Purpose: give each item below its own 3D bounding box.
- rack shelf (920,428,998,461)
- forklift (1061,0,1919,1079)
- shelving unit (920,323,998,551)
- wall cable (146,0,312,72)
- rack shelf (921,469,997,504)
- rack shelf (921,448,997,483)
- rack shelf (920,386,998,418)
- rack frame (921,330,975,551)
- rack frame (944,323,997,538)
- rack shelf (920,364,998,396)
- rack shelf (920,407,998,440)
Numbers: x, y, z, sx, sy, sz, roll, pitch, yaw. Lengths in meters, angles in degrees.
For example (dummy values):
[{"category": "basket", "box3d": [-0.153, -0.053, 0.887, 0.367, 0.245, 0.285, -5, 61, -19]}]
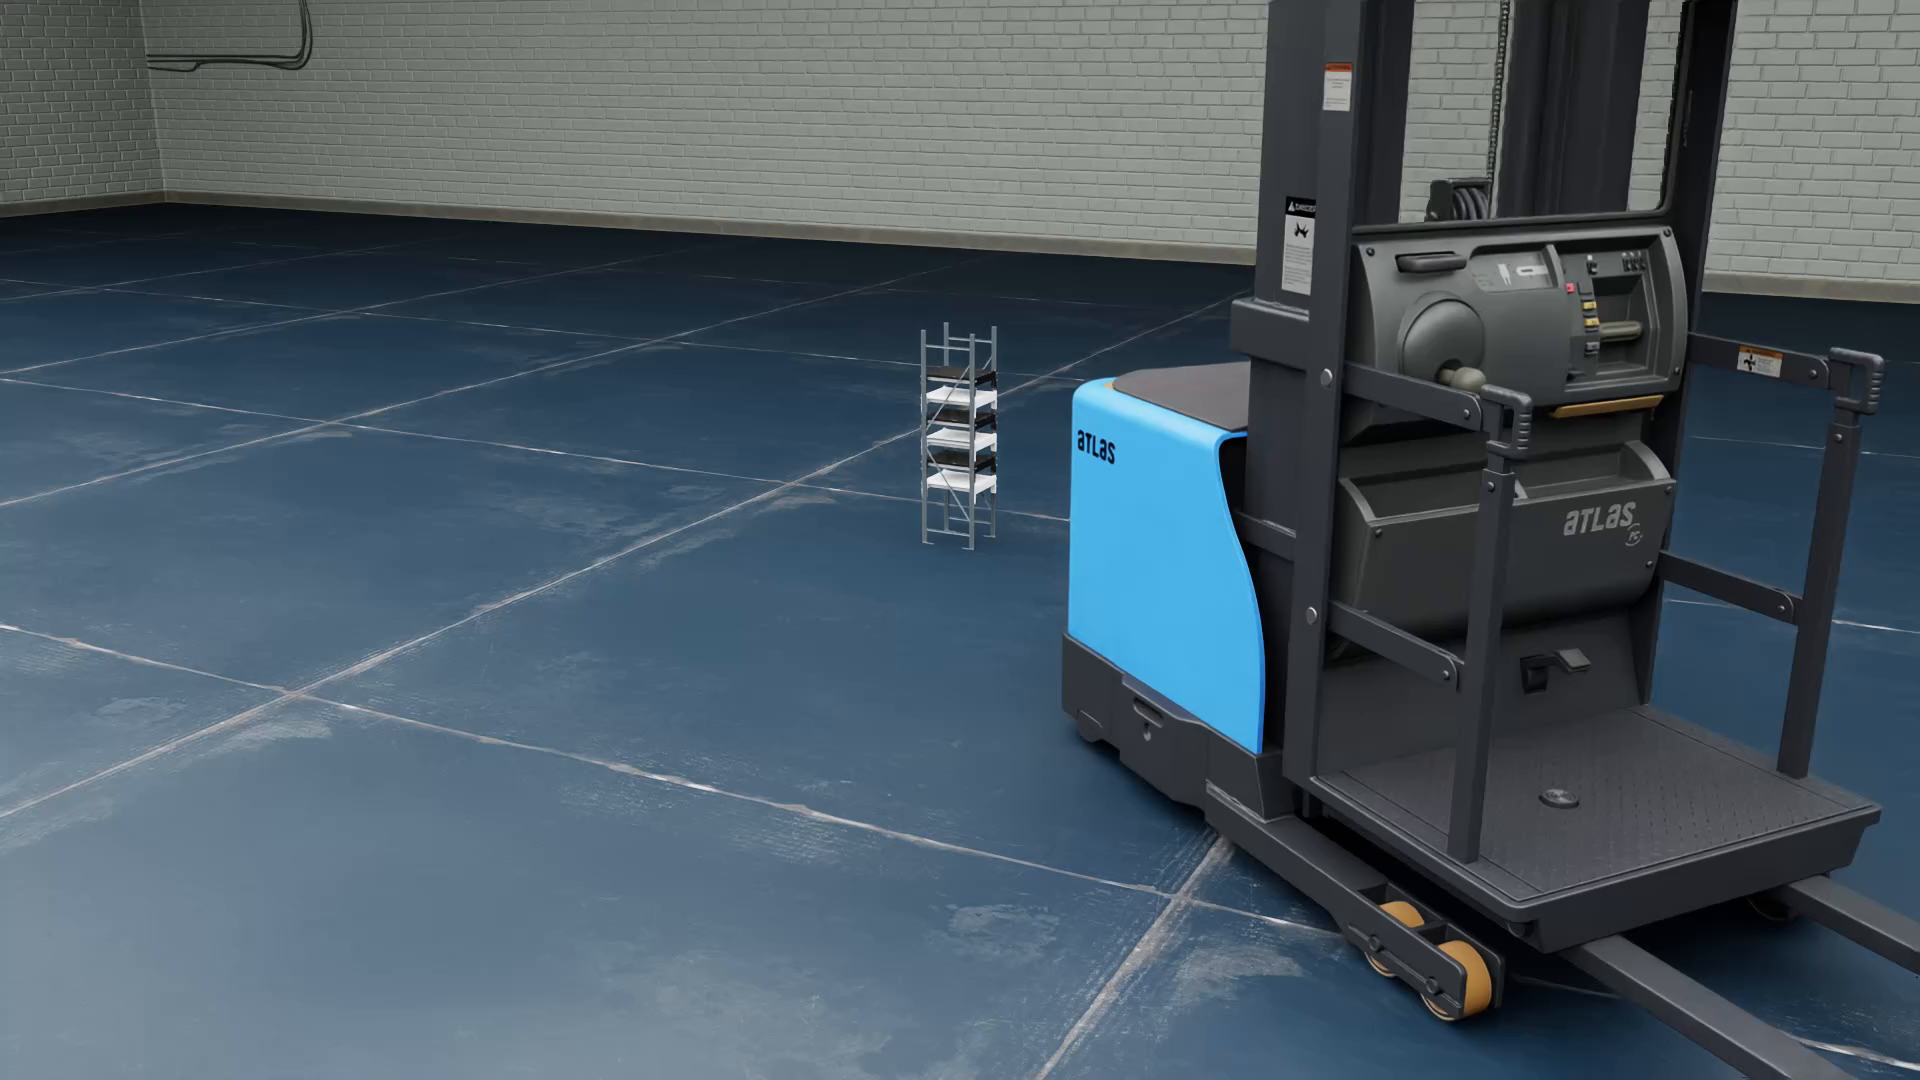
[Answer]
[{"category": "rack shelf", "box3d": [-0.004, -0.397, 6.899, 0.258, 0.077, 0.200, 8, 18, 25]}, {"category": "forklift", "box3d": [1.392, -0.518, 3.619, 1.130, 2.935, 3.031, -8, 18, -24]}, {"category": "shelving unit", "box3d": [-0.004, -0.429, 6.889, 0.258, 0.900, 0.210, 8, 18, 25]}, {"category": "wall cable", "box3d": [-9.333, -7.154, 20.759, 3.097, 2.526, 0.112, 8, 18, 25]}, {"category": "rack shelf", "box3d": [-0.004, -0.225, 6.950, 0.258, 0.077, 0.200, 8, 18, 25]}, {"category": "rack shelf", "box3d": [-0.004, -0.311, 6.924, 0.258, 0.077, 0.200, 8, 18, 25]}, {"category": "rack shelf", "box3d": [-0.004, -0.570, 6.848, 0.258, 0.077, 0.200, 8, 18, 25]}, {"category": "rack frame", "box3d": [-0.049, -0.403, 6.802, 0.240, 0.900, 0.006, 8, 18, 25]}, {"category": "rack frame", "box3d": [0.042, -0.455, 6.976, 0.240, 0.900, 0.006, 8, 18, 25]}, {"category": "rack shelf", "box3d": [-0.004, -0.656, 6.822, 0.258, 0.077, 0.200, 8, 18, 25]}, {"category": "rack shelf", "box3d": [-0.004, -0.484, 6.873, 0.258, 0.077, 0.200, 8, 18, 25]}]
